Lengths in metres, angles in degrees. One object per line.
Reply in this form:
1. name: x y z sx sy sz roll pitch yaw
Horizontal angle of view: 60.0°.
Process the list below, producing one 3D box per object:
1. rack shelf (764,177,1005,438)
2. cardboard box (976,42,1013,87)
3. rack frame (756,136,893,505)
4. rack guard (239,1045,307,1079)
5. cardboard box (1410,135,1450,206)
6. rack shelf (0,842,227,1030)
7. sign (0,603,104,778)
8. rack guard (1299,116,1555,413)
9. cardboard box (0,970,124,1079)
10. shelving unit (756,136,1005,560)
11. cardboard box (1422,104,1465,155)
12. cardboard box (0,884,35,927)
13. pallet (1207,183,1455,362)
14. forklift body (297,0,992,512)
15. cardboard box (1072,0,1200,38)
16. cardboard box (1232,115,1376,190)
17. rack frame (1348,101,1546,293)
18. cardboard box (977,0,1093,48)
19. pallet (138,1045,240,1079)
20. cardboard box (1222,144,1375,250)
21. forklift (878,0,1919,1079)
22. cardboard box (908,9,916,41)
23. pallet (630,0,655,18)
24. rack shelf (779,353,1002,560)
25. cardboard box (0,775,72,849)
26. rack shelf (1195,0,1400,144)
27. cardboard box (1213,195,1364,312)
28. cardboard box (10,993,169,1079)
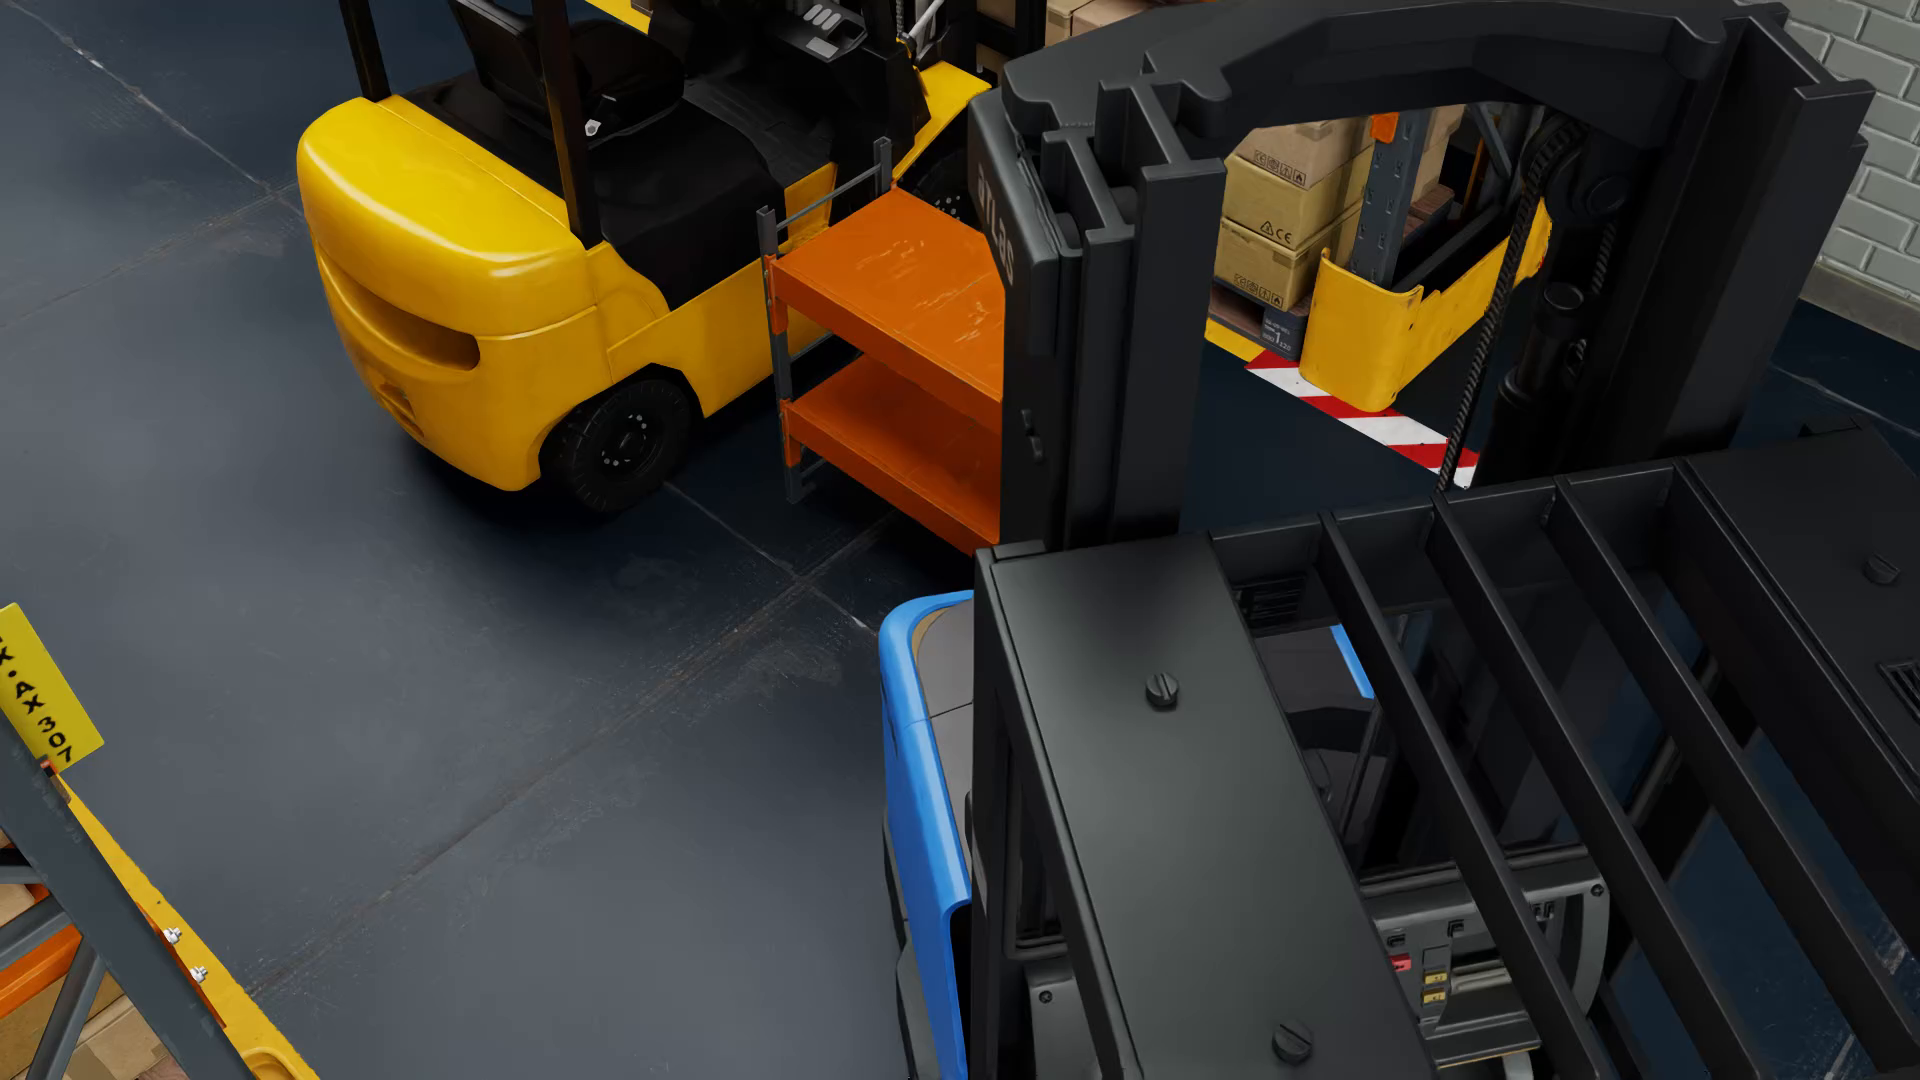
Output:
1. rack shelf: -0.005 -0.589 4.630 1.000 0.278 0.538 34 55 28
2. cardboard box: 0.335 -1.795 6.133 0.500 0.250 0.500 33 55 27
3. rack frame: -0.379 -0.640 5.079 0.032 1.125 0.500 34 55 28
4. rack guard: -1.760 1.629 3.378 0.348 0.500 1.175 34 55 28
5. cardboard box: 1.431 -1.400 6.105 0.500 0.250 0.500 34 56 28
6. rack shelf: -3.174 0.068 3.622 4.000 0.370 1.077 34 55 28
7. sign: -1.337 0.224 2.388 0.005 0.325 0.100 34 55 28
8. rack guard: 1.677 -0.983 5.830 0.348 0.500 1.175 34 55 28
9. cardboard box: -2.127 0.793 3.531 0.500 0.500 0.500 32 55 27
10. shelving unit: -0.005 -0.388 4.843 1.048 1.125 0.538 34 55 28
11. cardboard box: 1.455 -1.567 5.919 0.500 0.250 0.500 35 56 28
12. cardboard box: -1.814 0.618 2.784 0.250 0.149 0.380 34 55 28
13. pallet: 1.069 -1.251 6.280 1.213 0.211 1.003 34 55 28
14. forklift body: -0.971 -1.520 5.202 1.214 2.155 2.313 34 55 28
15. cardboard box: 0.730 -1.705 5.705 0.500 0.250 0.500 35 56 28
16. cardboard box: 1.109 -1.455 5.471 0.500 0.250 0.500 36 56 29
17. rack frame: 1.659 -1.850 4.930 0.127 3.000 1.000 34 55 28
18. cardboard box: 0.353 -1.949 5.935 0.500 0.250 0.500 35 56 28
19. pallet: -2.333 1.307 3.878 1.213 0.211 1.003 34 55 28
20. cardboard box: 1.090 -1.297 5.665 0.500 0.250 0.500 33 55 27
21. forklift: 0.608 0.851 2.441 1.130 2.935 3.031 -9 47 -8
22. cardboard box: -0.030 -2.044 6.367 0.500 0.250 0.500 34 55 28
23. pallet: -0.724 -2.458 7.413 1.213 0.211 1.003 34 55 28
24. rack shelf: -0.005 -0.221 5.021 1.000 0.278 0.538 34 55 28
25. cardboard box: -1.864 0.292 2.646 0.500 0.500 0.500 33 55 27
26. rack shelf: 0.190 -2.593 6.120 4.000 0.370 1.077 34 55 28
27. cardboard box: 1.100 -1.116 5.838 0.500 0.250 0.500 34 56 28
28. cardboard box: -2.110 1.061 3.794 0.500 0.250 0.500 33 55 27
